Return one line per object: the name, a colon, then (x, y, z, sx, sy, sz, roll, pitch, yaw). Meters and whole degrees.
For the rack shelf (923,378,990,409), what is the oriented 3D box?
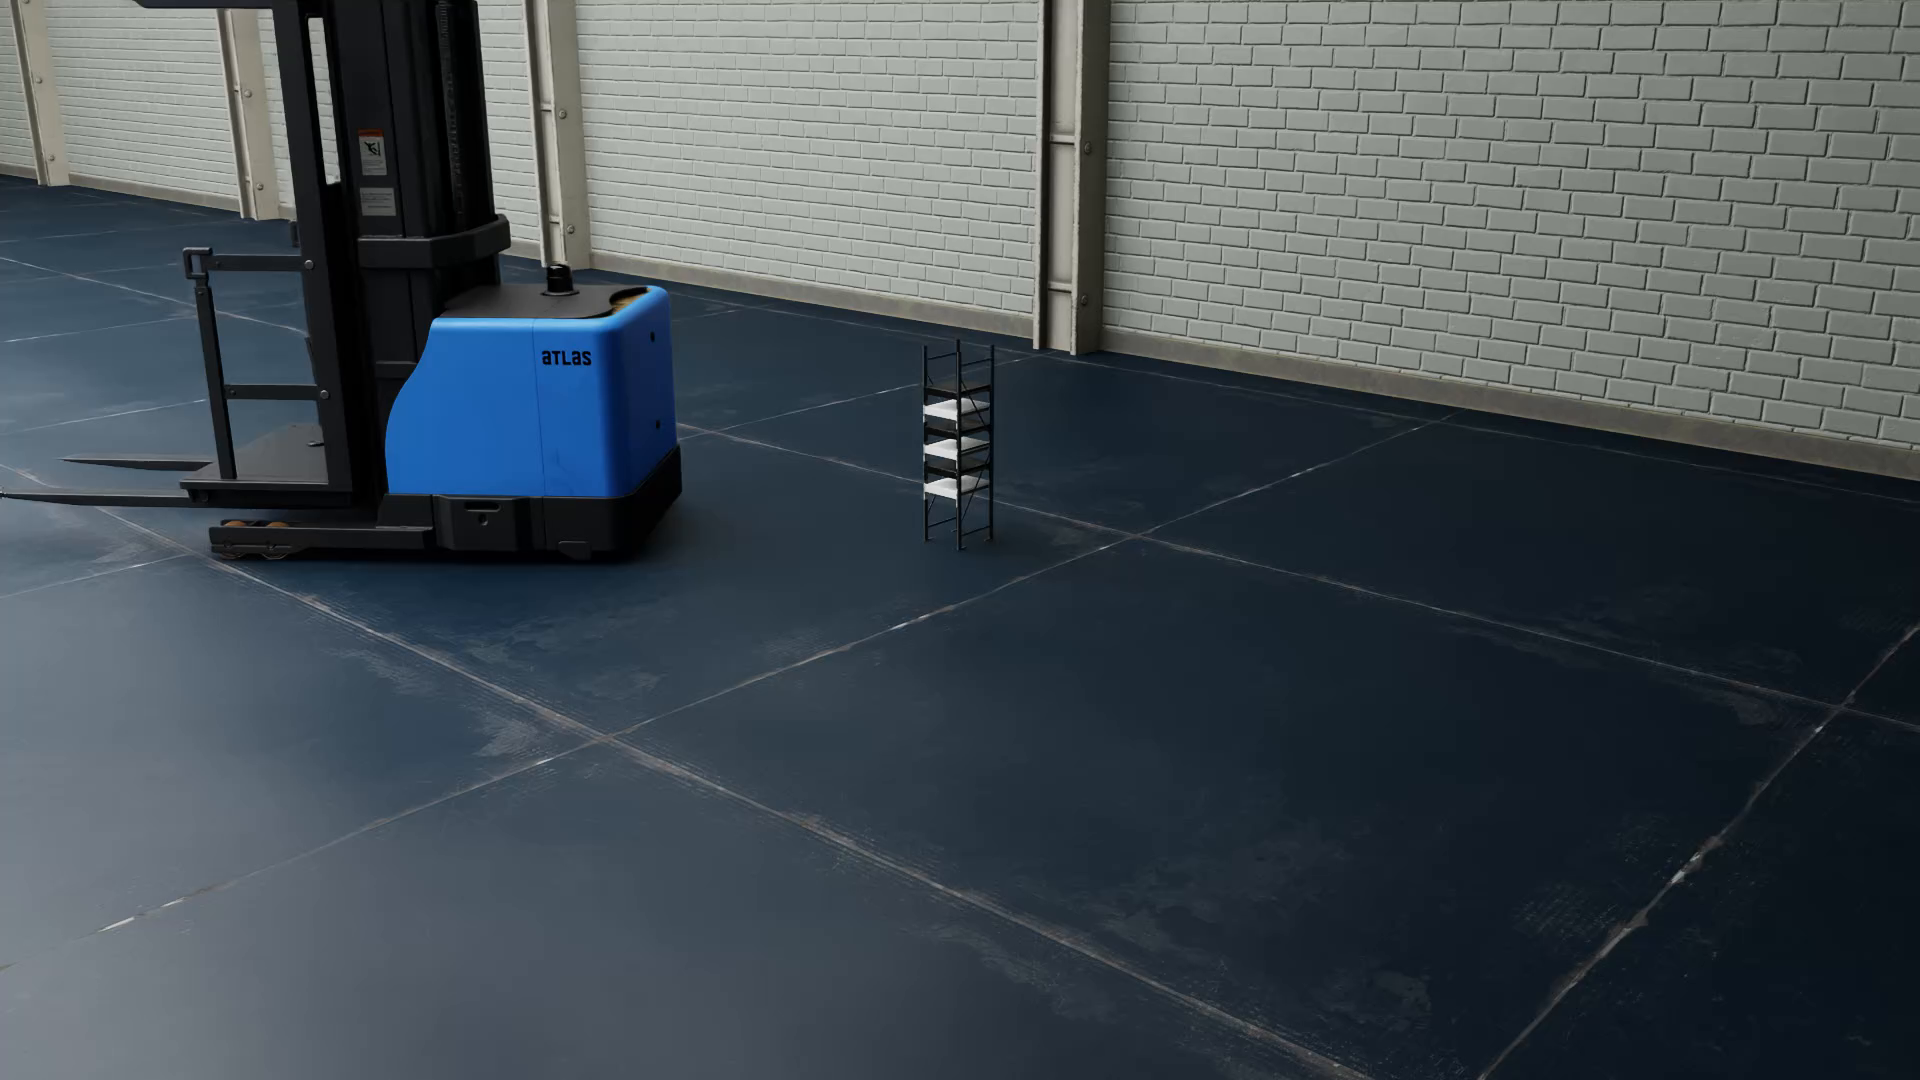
rack shelf: (-0.006, -0.656, 7.409, 0.200, 0.077, 0.258, 15, 23, 39)

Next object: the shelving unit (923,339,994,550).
shelving unit: (-0.006, -0.431, 7.481, 0.210, 0.900, 0.258, 15, 23, 39)

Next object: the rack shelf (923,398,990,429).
rack shelf: (-0.006, -0.570, 7.436, 0.200, 0.077, 0.258, 15, 23, 39)

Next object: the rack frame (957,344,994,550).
rack frame: (0.070, -0.410, 7.416, 0.006, 0.900, 0.240, 15, 23, 39)

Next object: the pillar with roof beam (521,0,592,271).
pillar with roof beam: (-6.574, -5.894, 11.307, 0.400, 9.000, 9.100, 15, 23, 39)

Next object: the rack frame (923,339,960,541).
rack frame: (-0.082, -0.451, 7.545, 0.006, 0.900, 0.240, 15, 23, 39)

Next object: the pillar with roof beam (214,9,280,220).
pillar with roof beam: (-11.061, -7.099, 15.103, 0.400, 9.000, 9.100, 15, 23, 39)

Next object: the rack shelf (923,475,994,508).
rack shelf: (-0.006, -0.227, 7.545, 0.200, 0.077, 0.258, 15, 23, 39)

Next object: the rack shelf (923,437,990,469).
rack shelf: (-0.006, -0.399, 7.491, 0.200, 0.077, 0.258, 15, 23, 39)

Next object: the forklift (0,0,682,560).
forklift: (-2.897, -1.466, 7.386, 3.031, 2.935, 1.130, 1, 18, 4)

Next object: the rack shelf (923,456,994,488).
rack shelf: (-0.006, -0.313, 7.518, 0.200, 0.077, 0.258, 15, 23, 39)

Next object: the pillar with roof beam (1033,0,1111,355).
pillar with roof beam: (-2.086, -4.689, 7.511, 0.400, 9.000, 9.100, 15, 23, 39)

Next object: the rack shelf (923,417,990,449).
rack shelf: (-0.006, -0.485, 7.464, 0.200, 0.077, 0.258, 15, 23, 39)

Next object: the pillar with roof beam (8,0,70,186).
pillar with roof beam: (-15.549, -8.303, 18.899, 0.400, 9.000, 9.100, 15, 23, 39)
